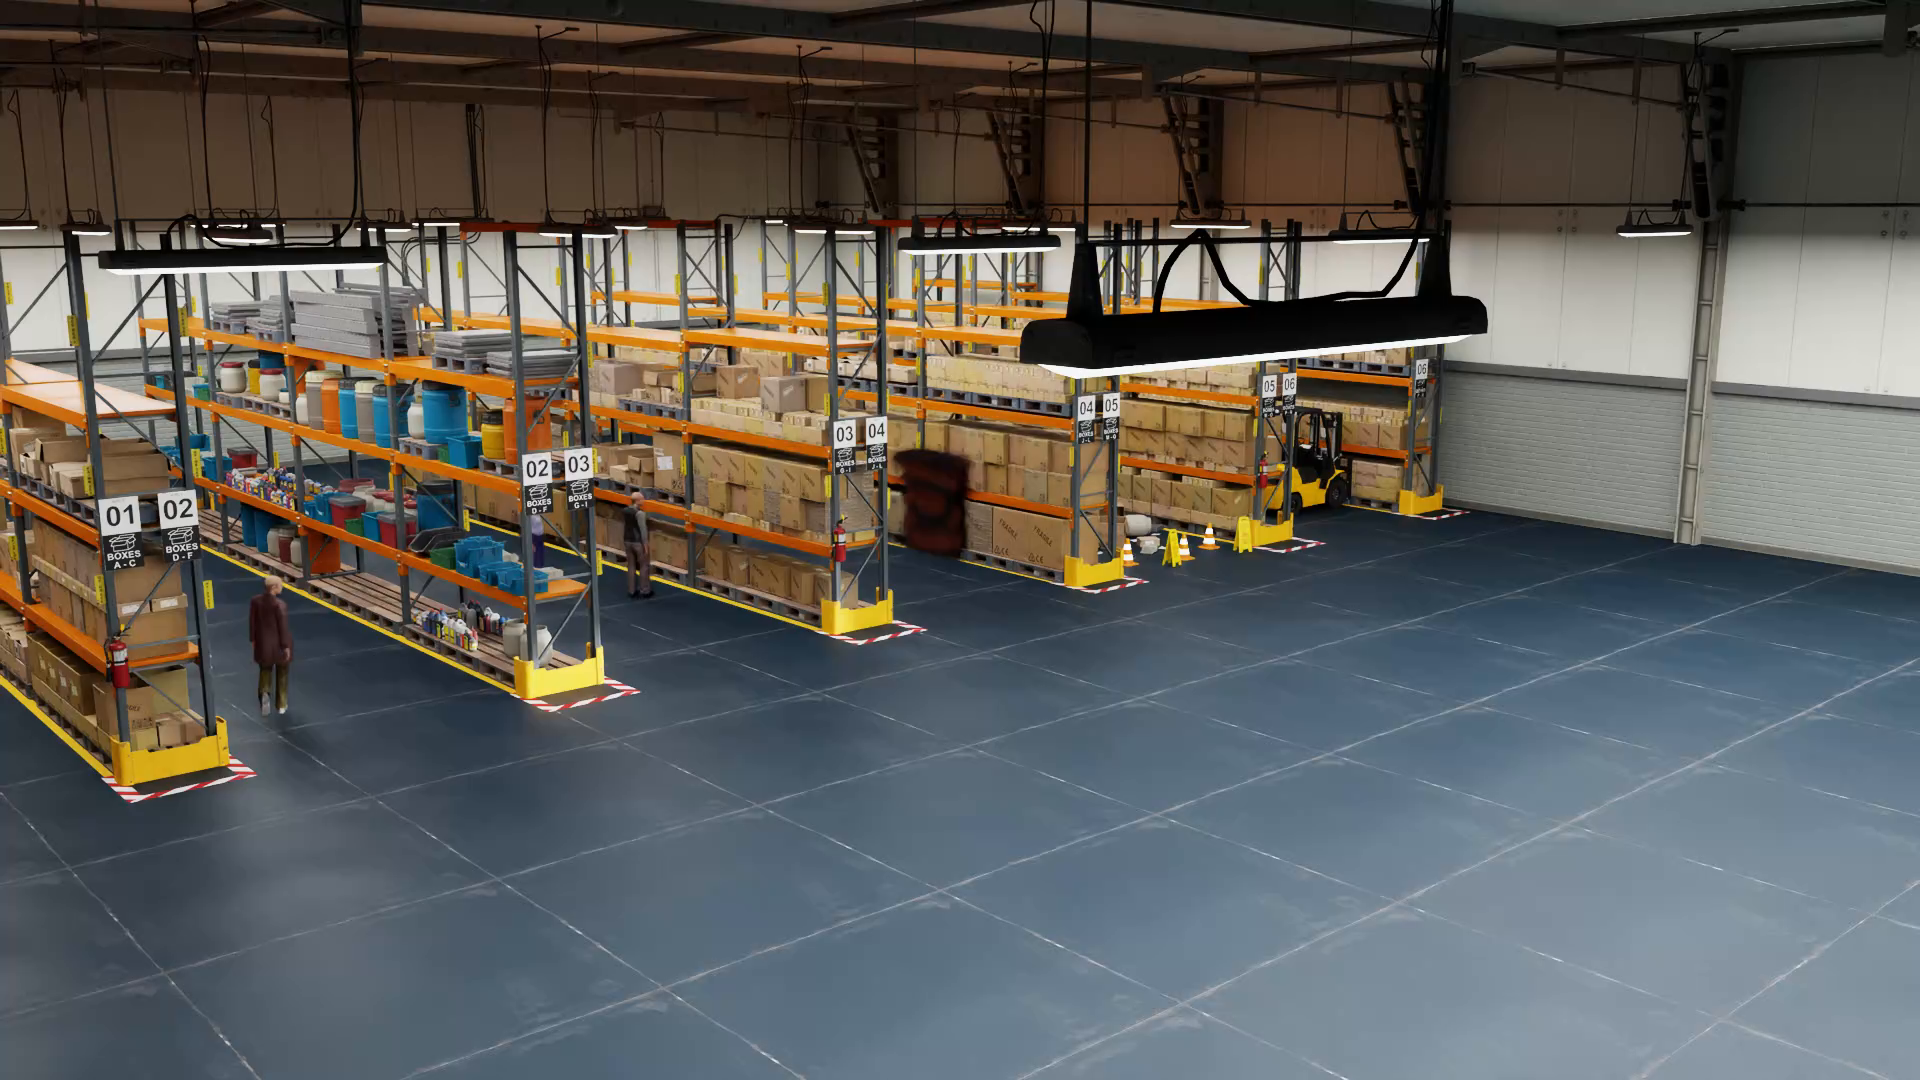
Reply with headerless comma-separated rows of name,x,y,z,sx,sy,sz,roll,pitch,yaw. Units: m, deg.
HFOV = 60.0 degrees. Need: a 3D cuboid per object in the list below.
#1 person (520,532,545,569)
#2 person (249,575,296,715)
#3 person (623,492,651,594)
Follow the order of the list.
person,-7.053,0.018,27.457,0.350,1.583,0.499,3,12,14
person,-8.618,1.324,20.759,0.544,1.768,0.678,-2,12,-10
person,-5.262,0.042,27.097,0.586,1.669,0.376,7,14,33
